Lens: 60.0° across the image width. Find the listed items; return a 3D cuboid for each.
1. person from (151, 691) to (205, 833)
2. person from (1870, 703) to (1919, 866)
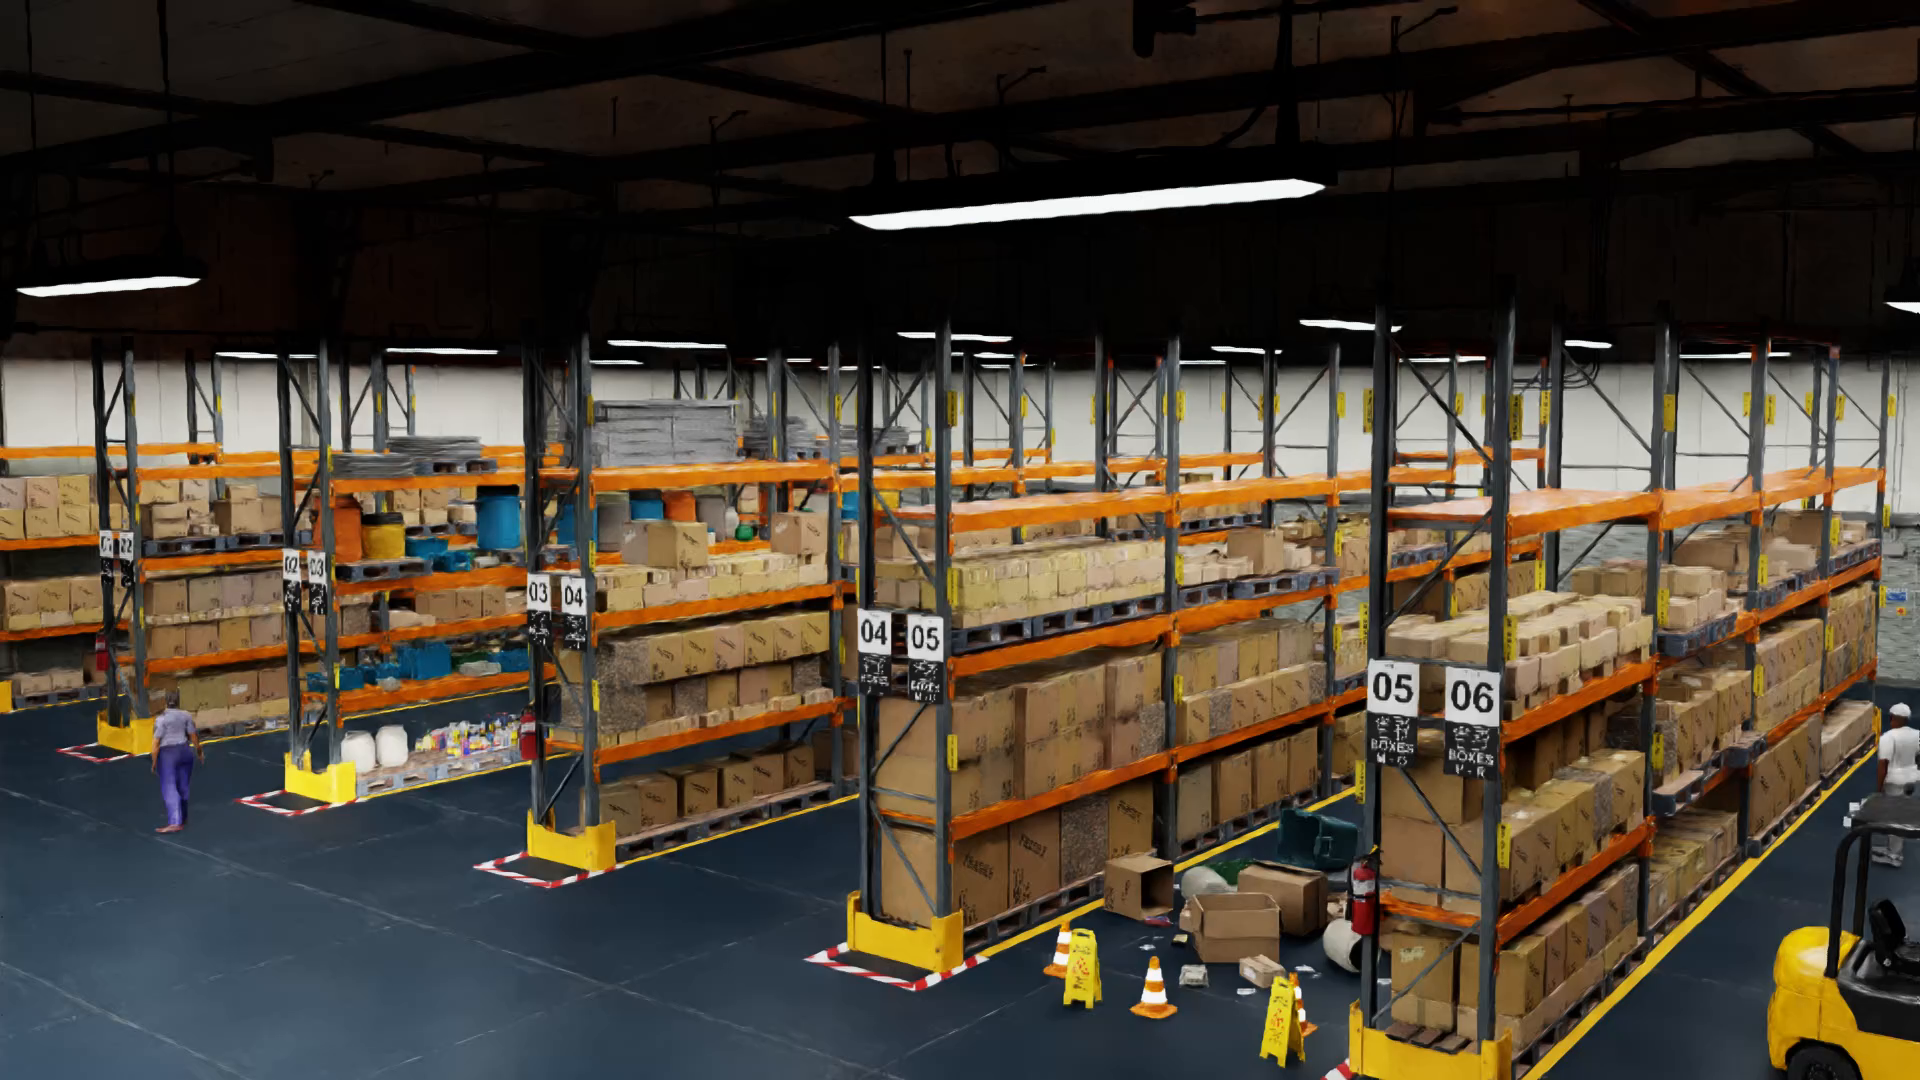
[{"bbox_3d":[-9.389,2.618,19.899,0.608,1.635,0.722,3,6,33],"label":"person"},{"bbox_3d":[10.310,2.669,18.397,0.624,1.764,0.503,-2,5,-23],"label":"person"}]
